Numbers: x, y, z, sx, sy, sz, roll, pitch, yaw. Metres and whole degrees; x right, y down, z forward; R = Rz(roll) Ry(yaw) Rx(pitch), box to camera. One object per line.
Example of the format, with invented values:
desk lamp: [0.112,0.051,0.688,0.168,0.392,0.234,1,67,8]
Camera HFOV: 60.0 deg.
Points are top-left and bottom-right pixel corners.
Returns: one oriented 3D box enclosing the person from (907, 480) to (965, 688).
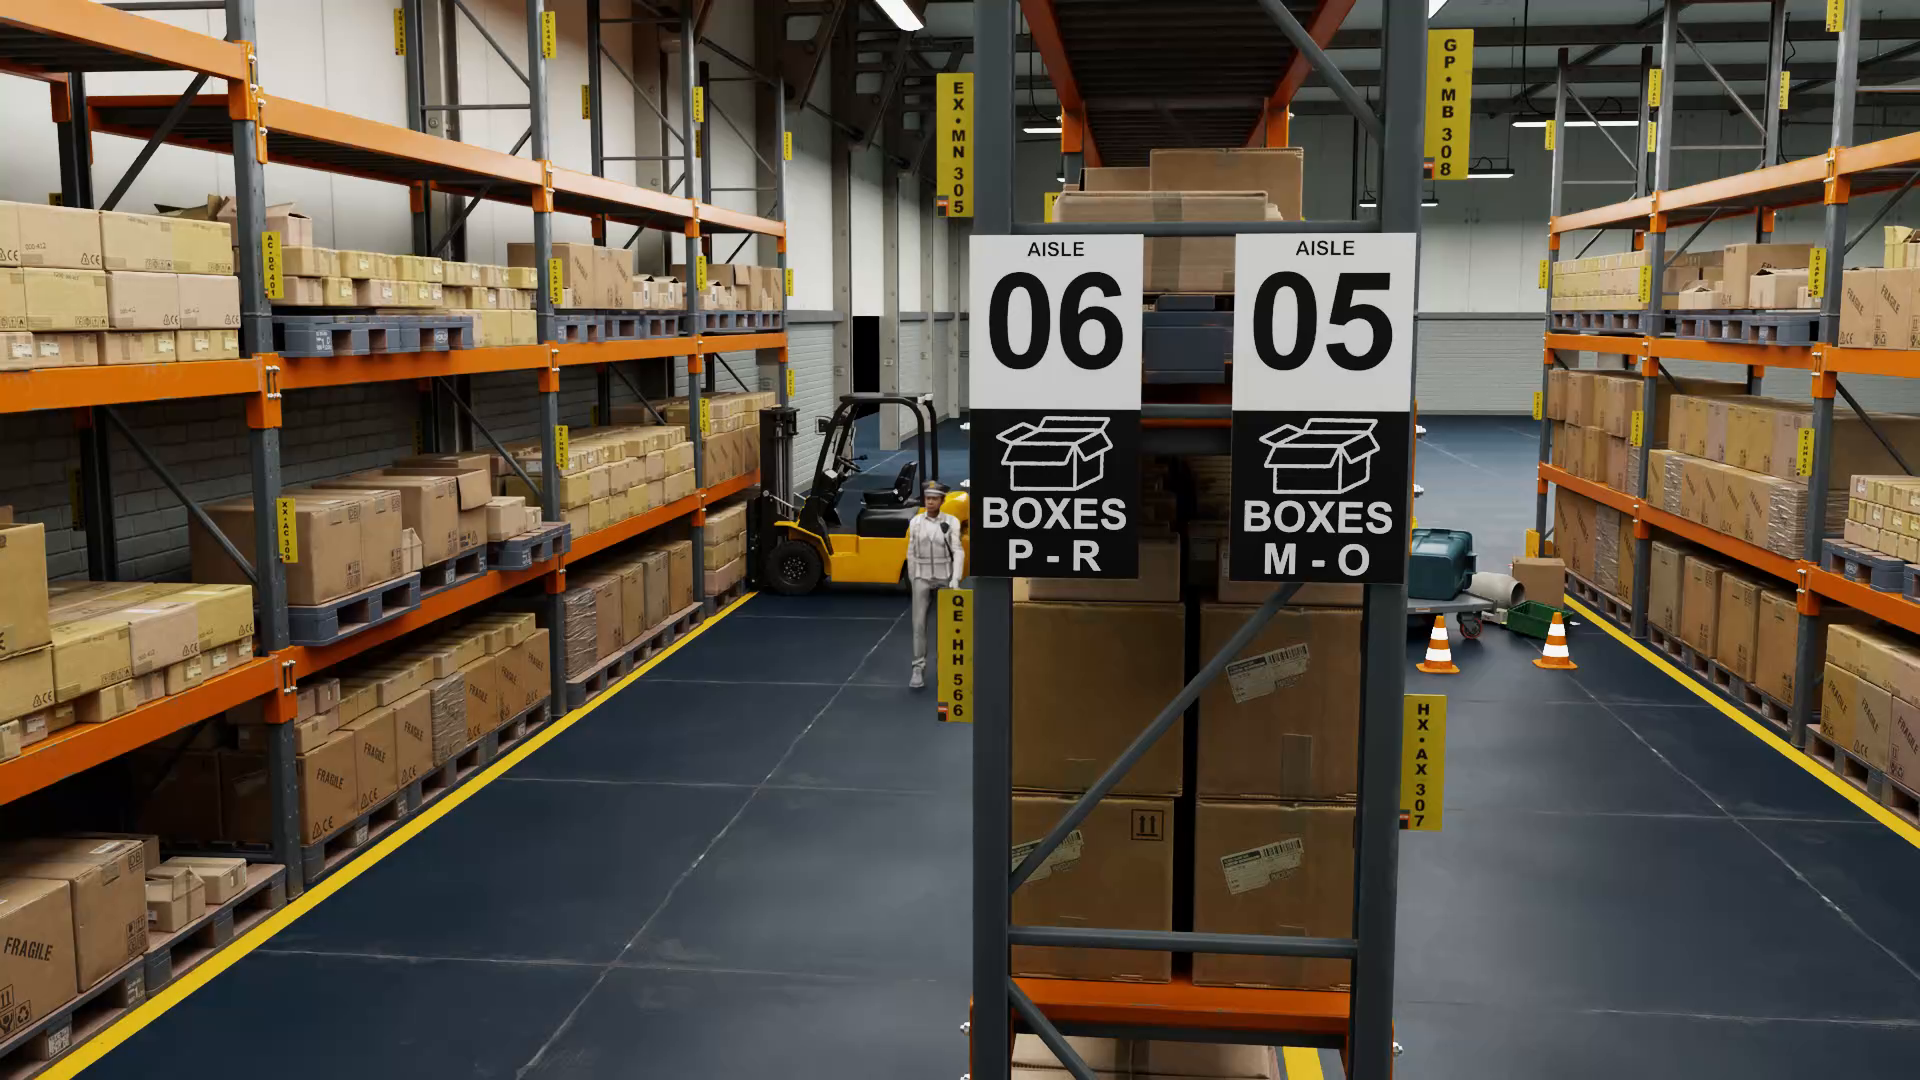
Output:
person: [-0.209,0.330,13.640,0.498,1.638,0.961,1,8,4]
